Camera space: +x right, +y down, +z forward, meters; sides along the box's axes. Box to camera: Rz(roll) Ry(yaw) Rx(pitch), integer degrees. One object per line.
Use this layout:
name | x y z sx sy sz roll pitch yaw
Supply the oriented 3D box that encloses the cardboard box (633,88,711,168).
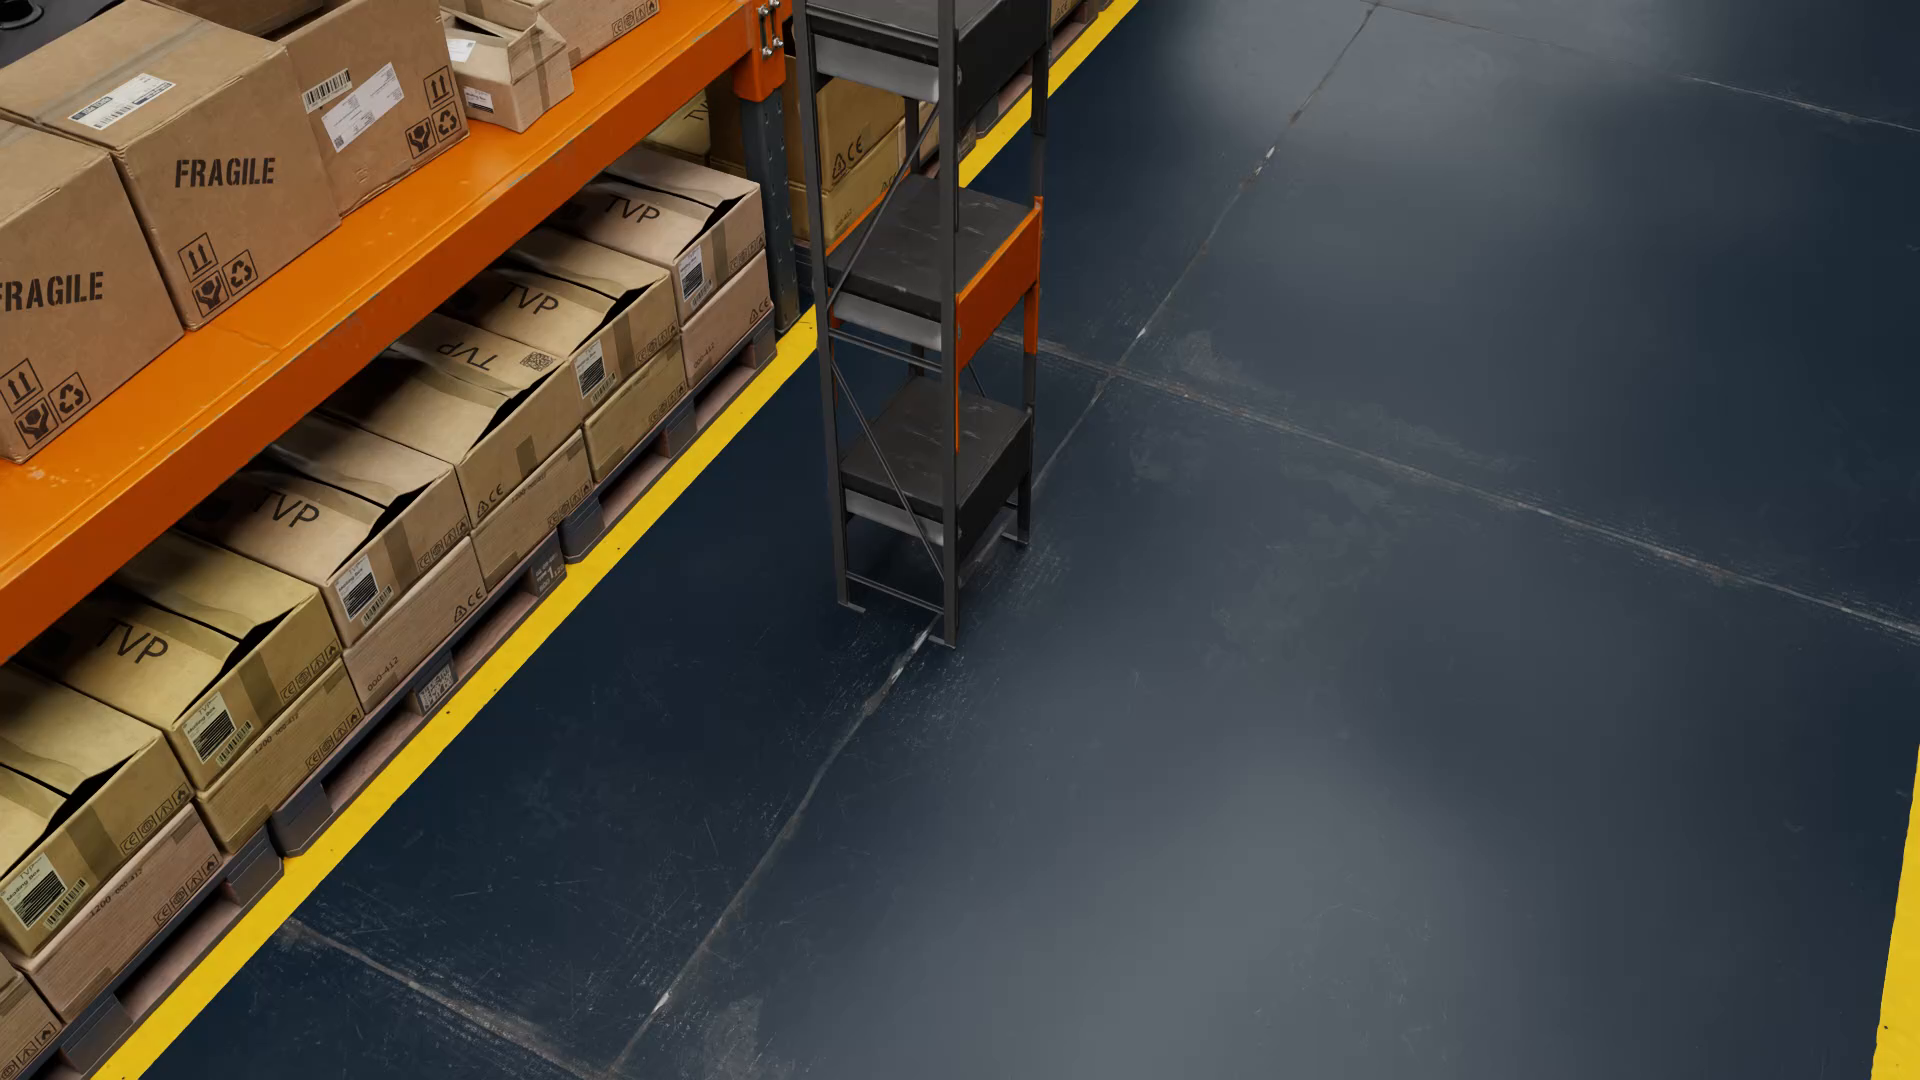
cardboard box | -1.028 -1.536 6.297 0.500 0.250 0.500 20 49 19

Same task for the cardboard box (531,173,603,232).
cardboard box | -1.462 -1.191 5.561 0.500 0.311 0.500 21 49 19

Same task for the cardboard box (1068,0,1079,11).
cardboard box | 0.368 -2.621 7.370 0.500 0.250 0.500 20 49 19

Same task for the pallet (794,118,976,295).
pallet | -0.643 -1.497 6.581 1.003 0.211 1.213 20 49 19

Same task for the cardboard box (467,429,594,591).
cardboard box | -1.459 -0.174 4.951 0.500 0.250 0.500 21 49 20

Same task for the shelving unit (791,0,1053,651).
shelving unit | -0.077 -0.634 4.400 0.431 2.100 0.503 20 49 19

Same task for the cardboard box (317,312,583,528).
cardboard box | -1.453 -0.375 4.756 0.500 0.311 0.500 20 49 19

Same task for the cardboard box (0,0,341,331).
cardboard box | -1.897 -0.900 3.960 0.500 0.500 0.500 21 49 19

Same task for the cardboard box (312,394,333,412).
cardboard box | -1.938 -0.550 4.929 0.500 0.311 0.500 19 48 18

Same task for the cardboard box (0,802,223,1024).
cardboard box | -2.170 0.798 3.990 0.500 0.250 0.500 19 48 18

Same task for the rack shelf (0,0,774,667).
rack shelf | -1.978 -0.478 4.119 1.077 0.370 4.000 20 49 19

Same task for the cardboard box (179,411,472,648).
cardboard box | -1.690 -0.060 4.444 0.500 0.311 0.500 20 49 19

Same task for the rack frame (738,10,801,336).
rack frame | -1.049 -1.990 5.108 1.000 3.000 0.127 20 49 19

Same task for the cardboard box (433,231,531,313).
cardboard box | -1.699 -0.877 5.251 0.500 0.311 0.500 20 49 19

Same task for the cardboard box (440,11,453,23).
cardboard box | -1.642 -1.411 4.713 0.380 0.149 0.250 20 49 19

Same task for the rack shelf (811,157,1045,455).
rack shelf | -0.077 -0.624 4.410 0.431 0.518 0.480 20 49 19

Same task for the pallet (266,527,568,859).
pallet | -1.922 0.238 4.866 1.003 0.211 1.213 20 49 19

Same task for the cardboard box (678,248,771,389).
cardboard box | -0.985 -0.815 5.584 0.500 0.250 0.500 20 49 19

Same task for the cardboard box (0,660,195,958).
cardboard box | -2.167 0.585 3.807 0.500 0.311 0.500 19 48 18

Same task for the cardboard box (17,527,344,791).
cardboard box | -1.928 0.264 4.124 0.500 0.311 0.500 19 48 18

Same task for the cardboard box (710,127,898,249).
cardboard box | -0.566 -1.364 6.127 0.500 0.250 0.500 20 49 19

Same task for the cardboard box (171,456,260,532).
cardboard box | -2.174 -0.222 4.604 0.500 0.311 0.500 22 49 20

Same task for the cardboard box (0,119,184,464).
cardboard box | -2.142 -0.568 3.632 0.500 0.500 0.500 18 48 17

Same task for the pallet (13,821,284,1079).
pallet | -2.490 1.004 4.109 1.003 0.211 1.213 20 49 19

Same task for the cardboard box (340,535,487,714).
cardboard box | -1.696 0.146 4.635 0.500 0.250 0.500 21 49 20

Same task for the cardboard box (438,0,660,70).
cardboard box | -1.239 -1.613 4.841 0.500 0.250 0.500 23 50 21

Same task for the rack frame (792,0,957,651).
rack frame | -0.190 -0.480 4.248 0.400 2.100 0.015 20 49 19

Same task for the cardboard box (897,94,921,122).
cardboard box | -0.332 -1.941 6.171 0.500 0.500 0.500 20 49 19

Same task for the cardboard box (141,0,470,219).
cardboard box | -1.665 -1.215 4.272 0.500 0.500 0.500 24 50 22

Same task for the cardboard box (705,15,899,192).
cardboard box | -0.557 -1.624 5.857 0.500 0.500 0.500 20 49 19

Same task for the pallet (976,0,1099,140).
pallet | -0.078 -2.269 7.344 1.003 0.211 1.213 20 49 19

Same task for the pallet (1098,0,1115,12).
pallet | 0.489 -3.035 8.101 1.003 0.211 1.213 20 49 19

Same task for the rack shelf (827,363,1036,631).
rack shelf | -0.077 -0.132 4.908 0.431 0.518 0.480 20 49 19

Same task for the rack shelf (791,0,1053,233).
rack shelf | -0.077 -1.116 3.912 0.431 0.518 0.480 20 49 19

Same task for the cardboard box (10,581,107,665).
cardboard box | -2.409 0.093 4.292 0.500 0.311 0.500 20 49 19

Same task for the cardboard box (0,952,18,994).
cardboard box | -2.403 0.918 3.477 0.500 0.311 0.500 22 49 20

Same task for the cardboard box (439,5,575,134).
cardboard box | -1.295 -1.329 4.549 0.396 0.266 0.258 19 48 18

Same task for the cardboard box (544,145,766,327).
cardboard box | -0.984 -1.019 5.392 0.500 0.311 0.500 20 49 19

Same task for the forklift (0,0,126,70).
forklift | -4.154 -2.022 5.188 3.031 2.935 1.130 4 46 4

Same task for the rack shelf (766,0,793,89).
rack shelf | -0.121 -2.998 6.609 1.077 0.370 4.000 20 49 19

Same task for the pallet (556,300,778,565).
pallet | -1.357 -0.533 5.629 1.003 0.211 1.213 20 49 19

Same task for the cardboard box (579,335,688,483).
cardboard box | -1.222 -0.497 5.270 0.500 0.250 0.500 20 49 18

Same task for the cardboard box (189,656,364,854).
cardboard box | -1.934 0.469 4.316 0.500 0.250 0.500 19 48 18

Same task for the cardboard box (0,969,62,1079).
cardboard box | -2.403 1.115 3.677 0.500 0.250 0.500 20 49 19

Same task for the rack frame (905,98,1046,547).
rack frame | 0.036 -0.788 4.552 0.400 2.100 0.015 20 49 19

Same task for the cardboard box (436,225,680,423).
cardboard box | -1.219 -0.689 5.066 0.500 0.311 0.500 22 49 20

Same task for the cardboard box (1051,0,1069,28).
cardboard box | 0.134 -2.307 7.059 0.500 0.250 0.500 20 49 19

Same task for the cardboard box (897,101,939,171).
cardboard box | -0.329 -1.677 6.436 0.500 0.250 0.500 20 49 19
